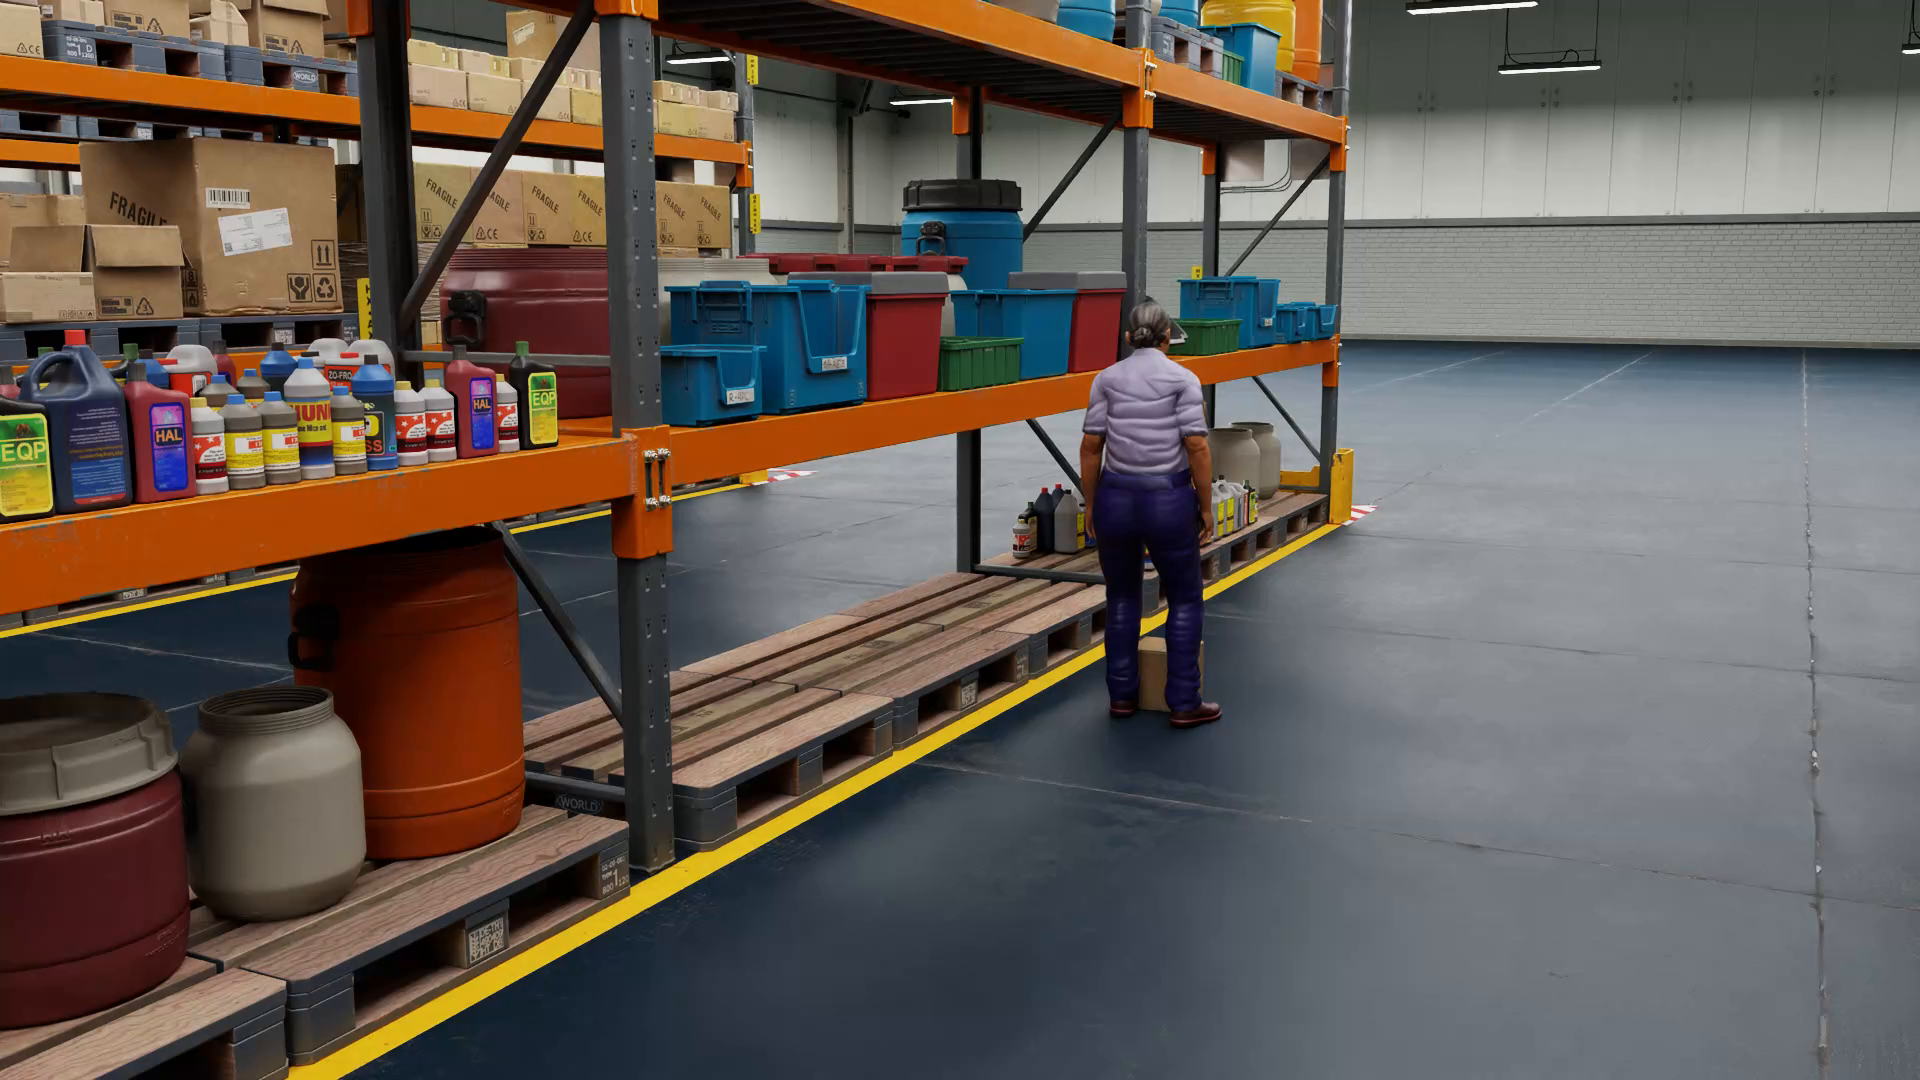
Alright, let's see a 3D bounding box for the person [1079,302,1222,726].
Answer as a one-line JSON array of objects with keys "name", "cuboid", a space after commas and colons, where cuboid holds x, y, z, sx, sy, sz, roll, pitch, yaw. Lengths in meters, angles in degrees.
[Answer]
[{"name": "person", "cuboid": [0.757, -0.099, 6.558, 0.559, 1.636, 0.426, 4, 10, 23]}]
